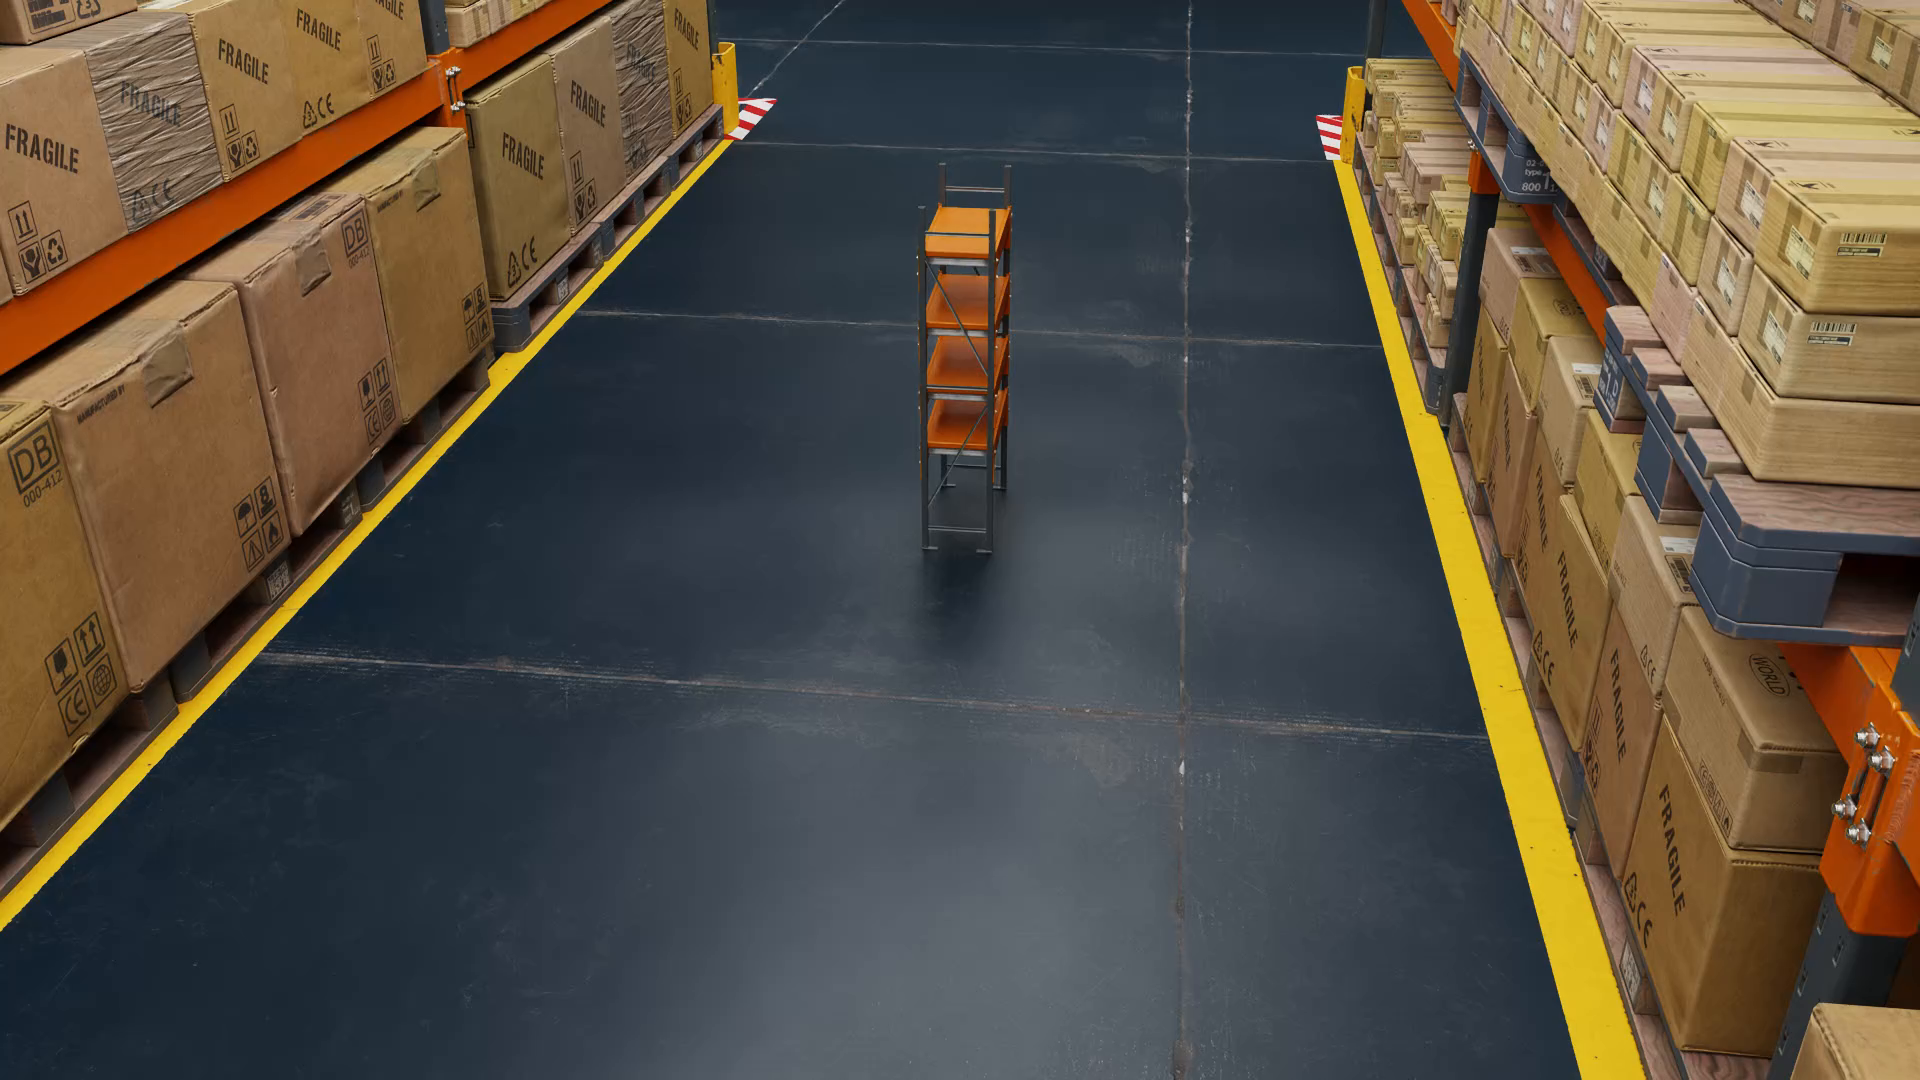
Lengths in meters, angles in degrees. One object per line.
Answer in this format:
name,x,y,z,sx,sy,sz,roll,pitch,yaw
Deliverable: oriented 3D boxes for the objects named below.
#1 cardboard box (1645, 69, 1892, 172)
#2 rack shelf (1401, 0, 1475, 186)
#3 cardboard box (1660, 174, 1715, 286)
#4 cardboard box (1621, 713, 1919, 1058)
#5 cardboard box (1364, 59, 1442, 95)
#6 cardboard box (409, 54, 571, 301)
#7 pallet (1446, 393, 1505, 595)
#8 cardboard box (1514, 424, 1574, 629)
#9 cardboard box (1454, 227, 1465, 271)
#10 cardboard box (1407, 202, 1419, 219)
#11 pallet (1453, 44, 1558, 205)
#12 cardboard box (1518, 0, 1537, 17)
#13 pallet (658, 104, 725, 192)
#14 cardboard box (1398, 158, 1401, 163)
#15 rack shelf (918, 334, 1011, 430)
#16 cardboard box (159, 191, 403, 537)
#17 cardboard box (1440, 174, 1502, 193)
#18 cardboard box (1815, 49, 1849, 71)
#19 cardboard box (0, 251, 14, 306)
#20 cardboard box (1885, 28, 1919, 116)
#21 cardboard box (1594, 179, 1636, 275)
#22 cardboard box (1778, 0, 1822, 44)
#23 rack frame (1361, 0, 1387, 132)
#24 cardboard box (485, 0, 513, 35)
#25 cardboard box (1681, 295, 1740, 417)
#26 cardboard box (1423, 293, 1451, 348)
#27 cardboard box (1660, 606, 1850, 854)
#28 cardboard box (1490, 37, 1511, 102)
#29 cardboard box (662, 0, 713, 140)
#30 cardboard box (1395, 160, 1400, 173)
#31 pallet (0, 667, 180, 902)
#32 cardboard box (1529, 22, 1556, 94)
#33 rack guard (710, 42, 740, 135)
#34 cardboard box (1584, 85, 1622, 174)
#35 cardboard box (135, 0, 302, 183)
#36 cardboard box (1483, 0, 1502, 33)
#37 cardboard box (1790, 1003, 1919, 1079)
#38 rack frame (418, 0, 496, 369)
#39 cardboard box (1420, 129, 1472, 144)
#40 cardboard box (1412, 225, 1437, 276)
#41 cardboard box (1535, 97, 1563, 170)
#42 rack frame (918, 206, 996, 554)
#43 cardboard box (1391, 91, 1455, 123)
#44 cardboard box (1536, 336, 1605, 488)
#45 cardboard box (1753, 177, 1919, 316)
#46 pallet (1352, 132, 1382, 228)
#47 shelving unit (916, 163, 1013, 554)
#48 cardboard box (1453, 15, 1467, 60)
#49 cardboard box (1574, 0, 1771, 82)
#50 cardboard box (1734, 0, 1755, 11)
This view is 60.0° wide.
cardboard box,1.609,-0.835,3.333,0.380,0.149,0.250,4,29,8
rack shelf,2.645,-2.382,7.767,1.077,0.370,4.000,3,28,6
cardboard box,1.579,-0.588,3.188,0.380,0.149,0.250,4,29,7
cardboard box,1.731,0.716,3.451,0.500,0.500,0.500,3,28,6
cardboard box,2.489,-2.605,9.359,0.380,0.149,0.250,2,28,4
cardboard box,-2.350,-1.649,7.445,0.875,0.875,0.875,3,28,6
pallet,2.306,-0.163,5.830,1.003,0.211,1.213,3,28,6
cardboard box,1.933,-0.013,4.804,0.500,0.500,0.500,4,29,7
cardboard box,2.186,-1.132,6.624,0.380,0.149,0.250,4,29,8
cardboard box,2.336,-1.498,7.930,0.380,0.149,0.250,4,29,7
pallet,2.162,-1.322,5.243,1.003,0.211,1.213,3,28,6
cardboard box,1.800,-1.565,4.688,0.380,0.149,0.250,3,28,6
pallet,-2.040,-2.367,9.922,1.003,0.211,1.213,3,28,6
cardboard box,2.462,-1.978,8.509,0.380,0.149,0.250,2,28,4
rack shelf,0.020,-0.547,5.642,0.258,0.148,0.480,3,28,6
cardboard box,-2.677,-0.620,5.535,1.225,0.875,0.875,2,28,4
cardboard box,2.310,-1.489,7.288,0.380,0.149,0.250,4,29,8
cardboard box,2.390,-1.143,4.218,0.380,0.149,0.250,3,29,6
cardboard box,-2.610,-0.710,3.800,0.500,0.500,0.500,3,28,5
cardboard box,2.319,-1.036,3.705,0.380,0.149,0.250,4,29,8
cardboard box,1.643,-0.689,3.689,0.380,0.149,0.250,2,28,4
cardboard box,2.414,-1.406,4.392,0.380,0.149,0.250,2,28,5
rack frame,2.890,-3.640,9.344,1.000,3.000,0.127,3,28,6
cardboard box,-2.111,-2.226,6.984,0.380,0.149,0.250,2,28,5
cardboard box,1.547,-0.324,3.012,0.380,0.149,0.250,3,28,6
cardboard box,2.110,-0.892,6.805,0.380,0.149,0.250,4,29,7
cardboard box,1.734,0.374,3.296,0.500,0.250,0.500,3,28,5
cardboard box,1.833,-1.425,5.054,0.380,0.149,0.250,4,29,7
cardboard box,-2.019,-2.920,9.804,0.875,0.875,0.875,3,28,6
cardboard box,2.457,-1.857,8.598,0.380,0.149,0.250,3,29,6
pallet,-2.829,0.651,4.320,1.003,0.211,1.213,3,28,6
cardboard box,1.772,-1.311,4.529,0.380,0.149,0.250,4,29,8
rack guard,-2.017,-2.887,10.581,1.175,0.500,0.348,3,28,6
cardboard box,1.675,-0.946,3.852,0.380,0.149,0.250,4,29,7
cardboard box,-2.421,-1.422,5.122,0.500,0.500,0.500,3,28,6
cardboard box,1.866,-1.682,5.218,0.380,0.149,0.250,3,28,5
cardboard box,1.746,1.212,2.266,1.050,0.750,0.750,3,28,6
rack frame,-2.510,-2.093,6.473,1.000,3.000,0.127,3,28,6
cardboard box,2.412,-1.861,7.977,0.380,0.149,0.250,3,29,6
cardboard box,2.160,-1.240,7.139,0.380,0.149,0.250,2,28,4
cardboard box,1.741,-1.058,4.373,0.380,0.149,0.250,3,28,5
rack frame,-0.010,-0.491,5.397,0.240,1.200,0.015,3,28,6
cardboard box,2.468,-2.236,8.673,0.380,0.149,0.250,2,28,4
cardboard box,1.918,-0.349,4.637,0.500,0.250,0.500,4,29,8
cardboard box,1.515,-0.468,2.651,0.380,0.149,0.250,2,28,4
pallet,2.746,-1.996,9.233,1.003,0.211,1.213,3,28,6
shelving unit,0.020,-0.606,5.610,0.258,1.200,0.503,3,28,6
cardboard box,2.126,-1.922,6.421,0.380,0.149,0.250,3,28,5
cardboard box,1.709,-1.199,4.008,0.380,0.149,0.250,4,29,8
cardboard box,2.483,-1.523,4.923,0.380,0.149,0.250,5,29,8
